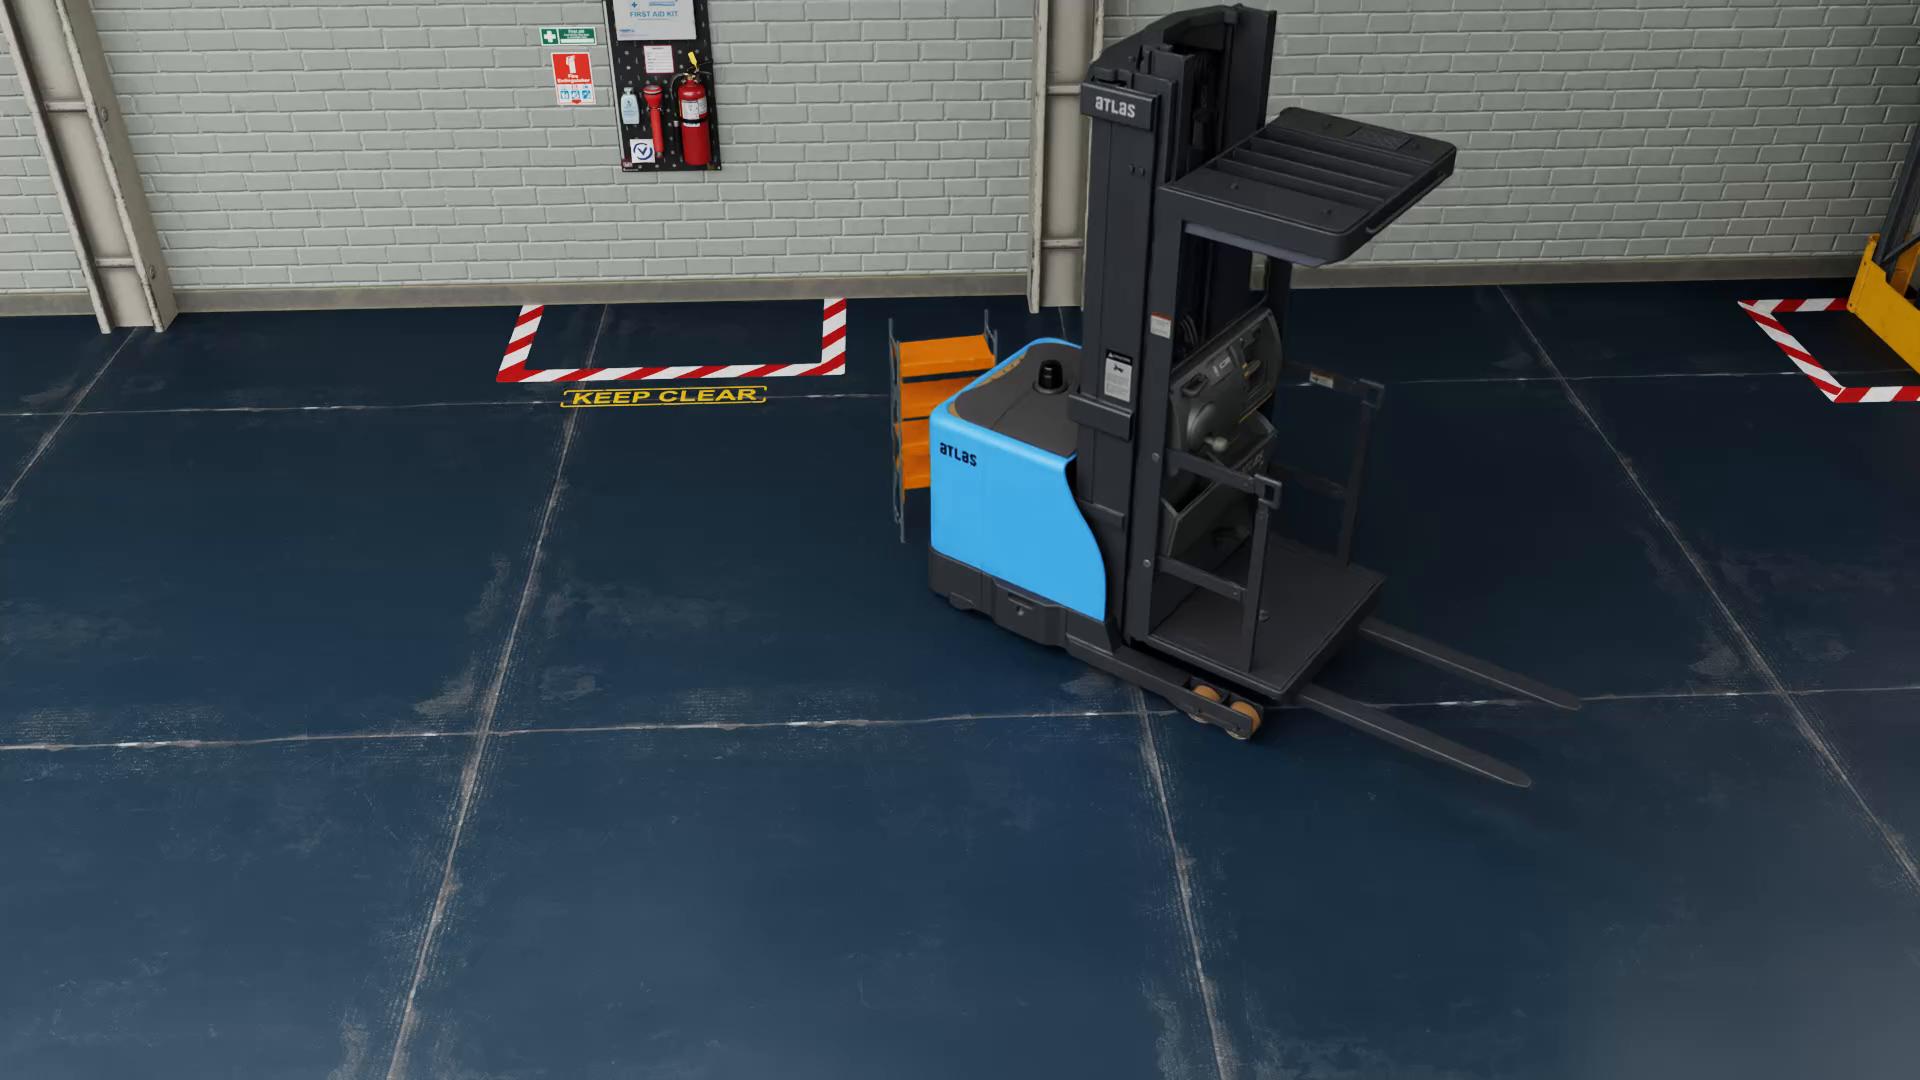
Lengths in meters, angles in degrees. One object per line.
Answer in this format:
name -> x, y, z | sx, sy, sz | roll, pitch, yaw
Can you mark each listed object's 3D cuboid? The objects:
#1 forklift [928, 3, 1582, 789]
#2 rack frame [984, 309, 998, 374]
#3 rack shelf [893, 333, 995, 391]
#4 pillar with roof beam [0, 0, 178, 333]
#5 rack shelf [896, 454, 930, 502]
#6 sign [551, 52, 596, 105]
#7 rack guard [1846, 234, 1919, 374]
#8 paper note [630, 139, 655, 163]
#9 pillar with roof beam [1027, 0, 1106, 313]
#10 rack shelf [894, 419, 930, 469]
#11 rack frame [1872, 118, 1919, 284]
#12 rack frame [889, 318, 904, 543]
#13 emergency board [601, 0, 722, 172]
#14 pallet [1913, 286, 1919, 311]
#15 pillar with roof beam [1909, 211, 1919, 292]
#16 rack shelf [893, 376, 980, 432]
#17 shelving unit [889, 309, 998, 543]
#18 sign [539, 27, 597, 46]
forklift -> 1.331, -0.653, 7.154 | 3.031, 2.935, 1.130 | 23, 41, 29
rack frame -> 0.154, -0.600, 8.599 | 0.015, 1.200, 0.240 | -7, 35, -9
rack shelf -> -0.085, -0.896, 8.336 | 0.480, 0.148, 0.258 | -7, 35, -9
pillar with roof beam -> -5.136, -2.678, 4.748 | 0.400, 9.000, 9.100 | -2, 35, -2
rack shelf -> -0.085, -0.354, 8.711 | 0.480, 0.148, 0.258 | -7, 35, -9
sign -> -2.374, -2.833, 10.213 | 0.234, 0.329, 0.001 | -2, 35, -2
rack guard -> 6.064, -1.445, 10.435 | 0.348, 0.500, 1.175 | -2, 35, -2
paper note -> -1.997, -2.447, 10.461 | 0.142, 0.148, 0.016 | -2, 35, -2
pillar with roof beam -> 0.857, -2.840, 4.982 | 0.400, 9.000, 9.100 | -2, 35, -2
rack shelf -> -0.085, -0.517, 8.598 | 0.480, 0.148, 0.258 | -7, 35, -9
rack frame -> 5.988, -2.471, 9.721 | 0.127, 3.000, 1.000 | -2, 35, -2
rack frame -> -0.324, -0.545, 8.519 | 0.015, 1.200, 0.240 | -7, 35, -9
emergency board -> -1.817, -2.775, 10.160 | 0.643, 1.169, 0.194 | -2, 35, -2
pallet -> 6.877, -1.328, 10.520 | 1.213, 0.211, 1.003 | -2, 35, -2
pillar with roof beam -> 6.850, -3.001, 5.215 | 0.400, 9.000, 9.100 | -2, 35, -2
rack shelf -> -0.085, -0.701, 8.470 | 0.480, 0.148, 0.258 | -7, 35, -9
shelving unit -> -0.085, -0.573, 8.559 | 0.503, 1.200, 0.258 | -7, 35, -9
sign -> -2.369, -3.046, 10.055 | 0.331, 0.109, 0.001 | -2, 35, -2
